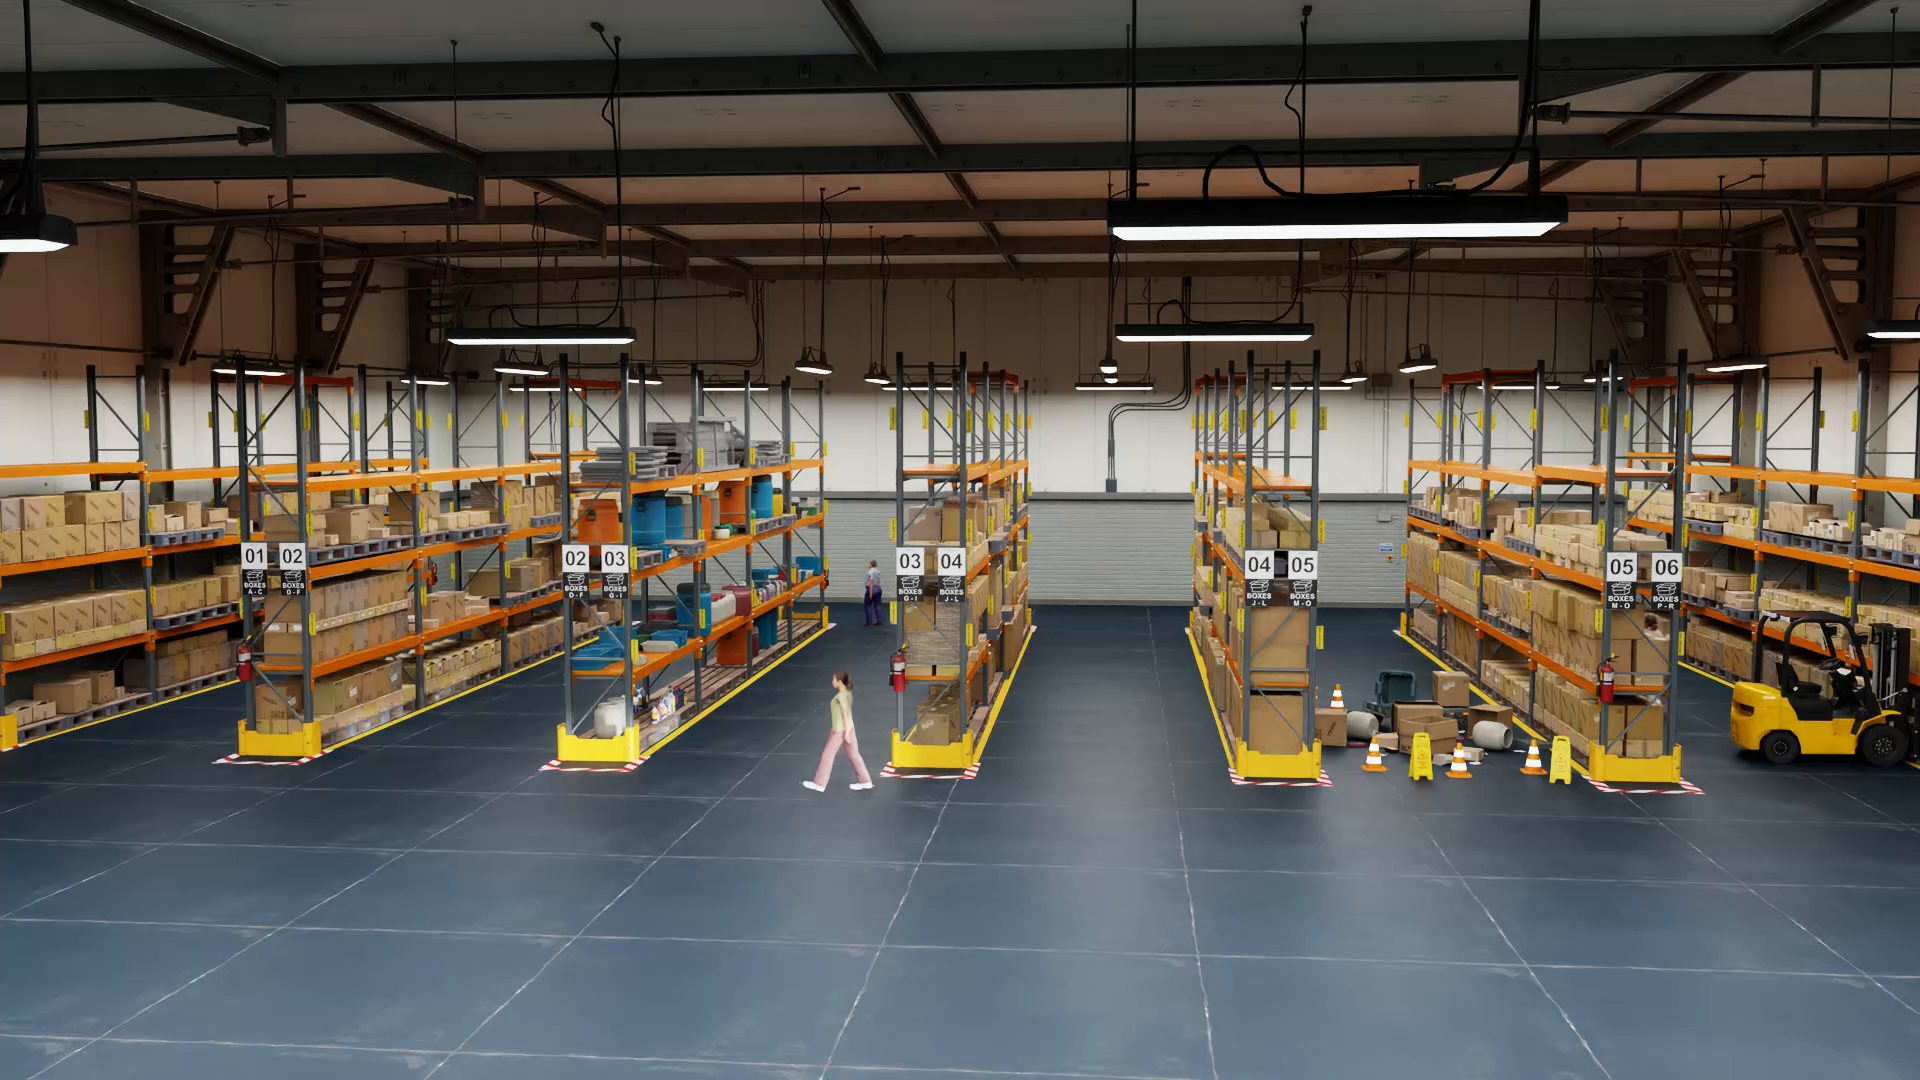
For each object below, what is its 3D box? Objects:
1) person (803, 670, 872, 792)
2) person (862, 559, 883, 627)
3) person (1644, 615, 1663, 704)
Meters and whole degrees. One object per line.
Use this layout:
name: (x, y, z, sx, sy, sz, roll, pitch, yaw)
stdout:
person: (-1.641, 2.576, 22.536, 0.892, 1.641, 0.465, 1, 4, 15)
person: (-2.126, 1.314, 40.680, 0.571, 1.690, 0.521, 3, 5, 34)
person: (12.064, 2.133, 28.912, 0.508, 1.646, 0.578, -1, 4, -19)
